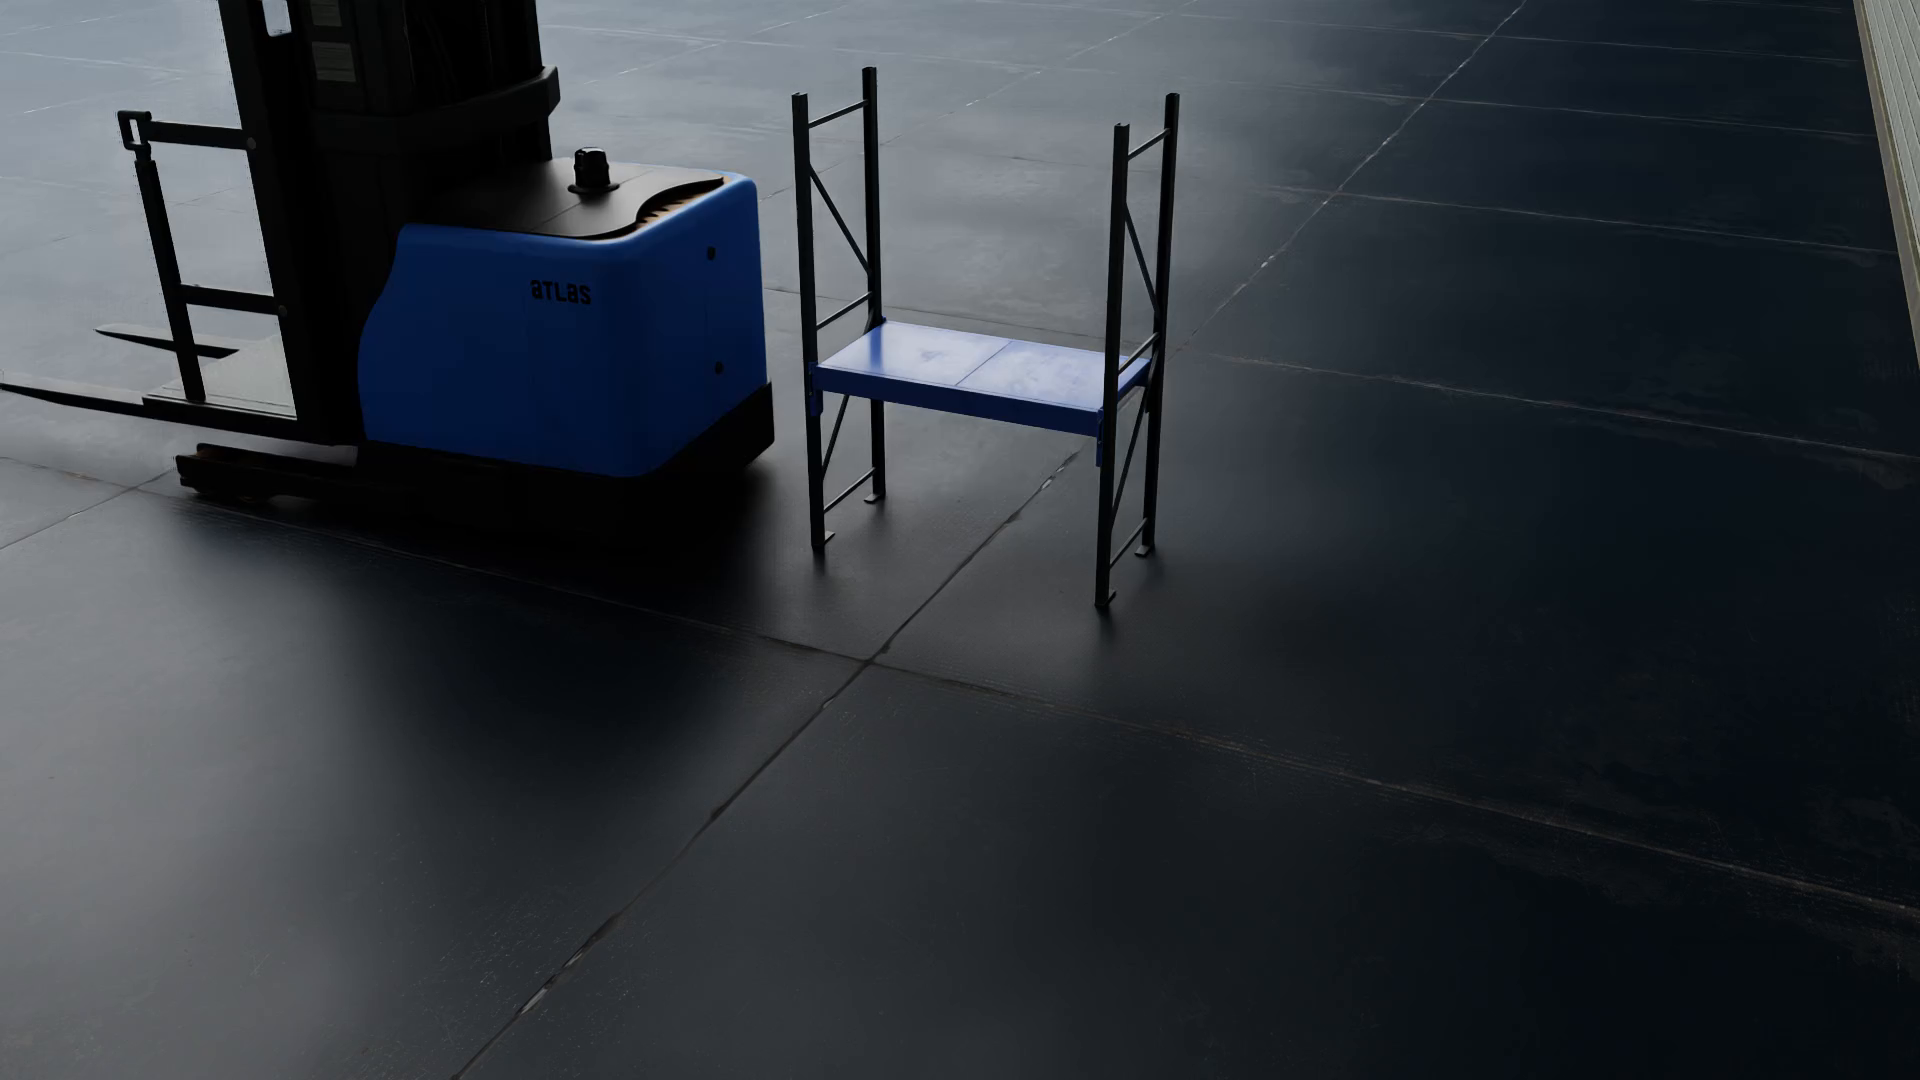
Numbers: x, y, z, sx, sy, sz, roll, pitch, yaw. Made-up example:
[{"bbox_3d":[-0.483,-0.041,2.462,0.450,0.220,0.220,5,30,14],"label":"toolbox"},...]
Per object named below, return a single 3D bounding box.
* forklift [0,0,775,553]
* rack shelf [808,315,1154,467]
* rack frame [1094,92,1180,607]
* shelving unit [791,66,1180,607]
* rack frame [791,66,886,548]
[{"bbox_3d":[-2.270,-1.655,5.695,3.031,2.935,1.130,9,28,17],"label":"forklift"},{"bbox_3d":[0.078,-0.496,5.368,1.000,0.185,0.538,11,28,22],"label":"rack shelf"},{"bbox_3d":[0.540,-0.564,5.100,0.032,1.500,0.500,11,28,22],"label":"rack frame"},{"bbox_3d":[0.078,-0.657,5.289,1.048,1.500,0.538,11,28,22],"label":"shelving unit"},{"bbox_3d":[-0.385,-0.750,5.477,0.032,1.500,0.500,11,28,22],"label":"rack frame"}]
